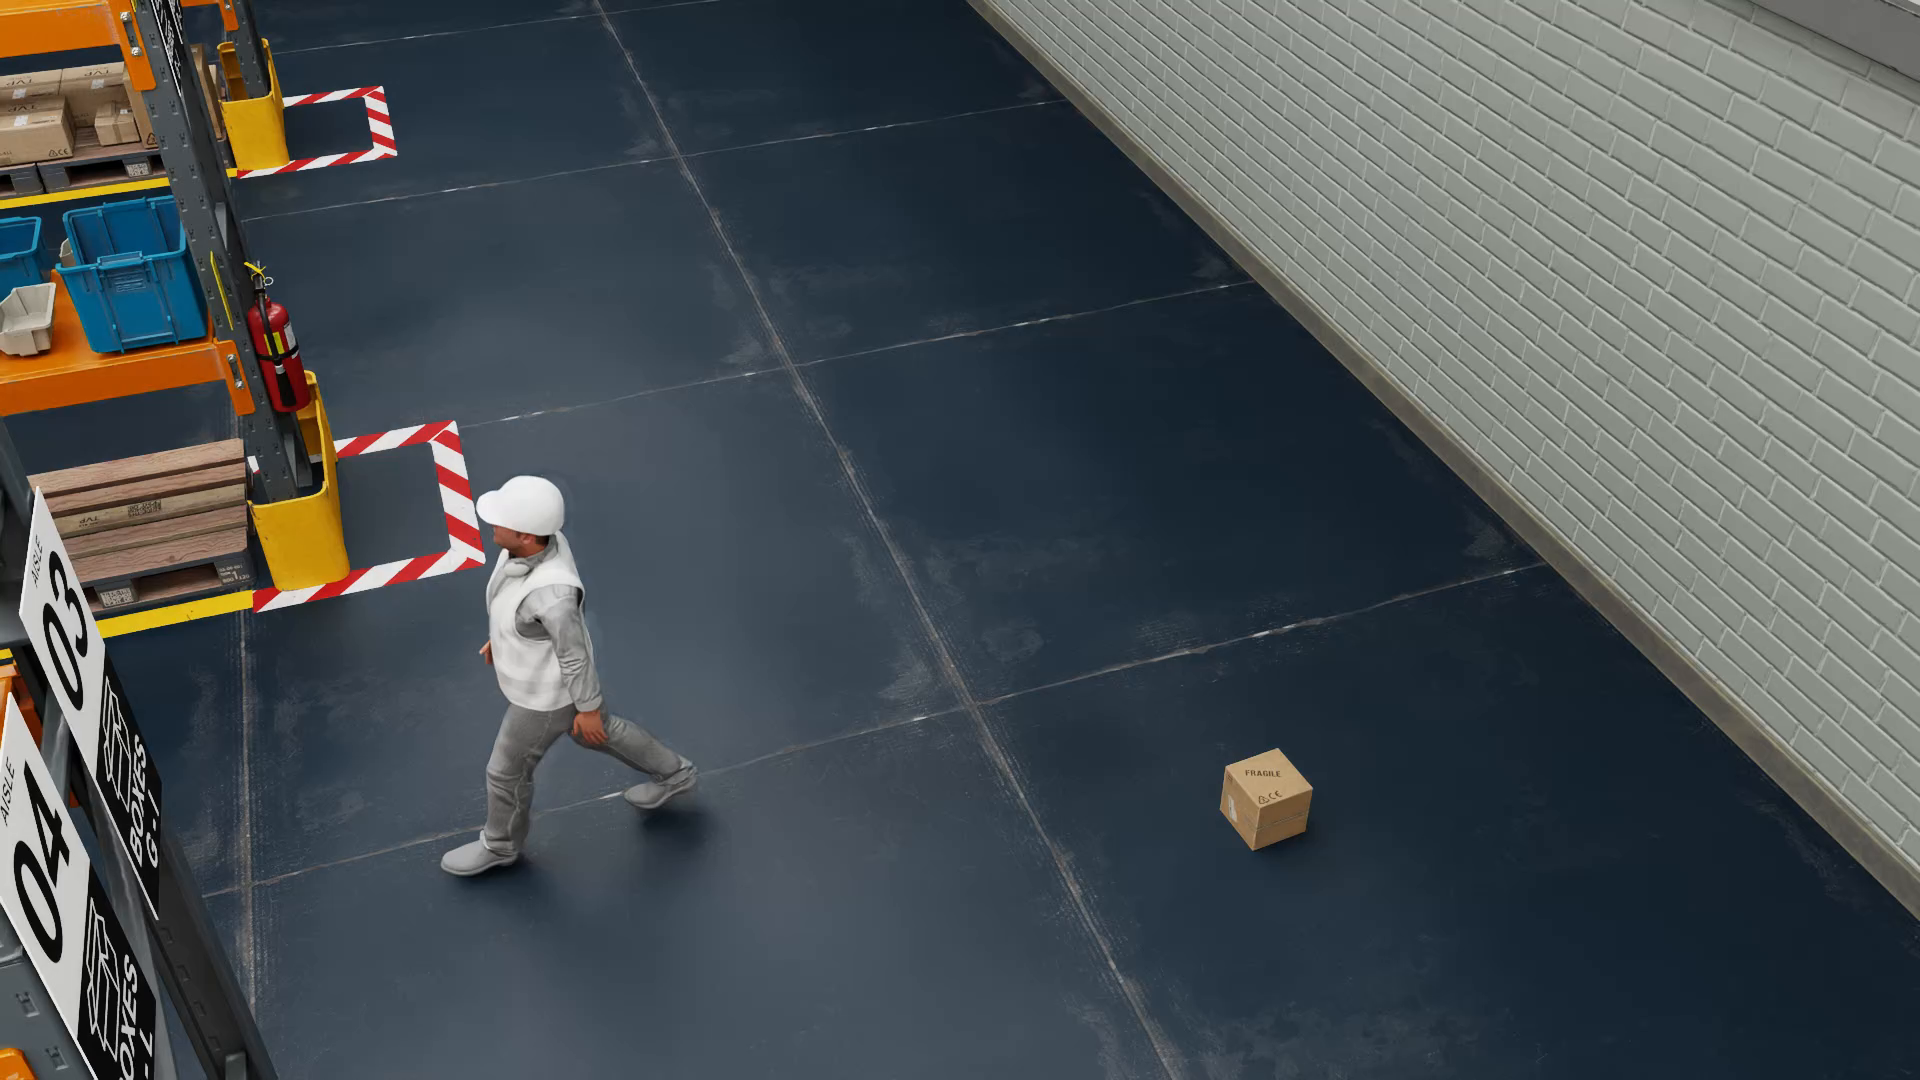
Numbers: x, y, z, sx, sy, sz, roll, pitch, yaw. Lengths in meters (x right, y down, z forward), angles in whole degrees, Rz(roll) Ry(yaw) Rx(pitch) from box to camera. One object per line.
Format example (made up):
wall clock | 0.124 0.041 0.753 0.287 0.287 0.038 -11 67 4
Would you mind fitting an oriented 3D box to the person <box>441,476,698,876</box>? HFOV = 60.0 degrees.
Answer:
person | -1.548 0.473 6.153 1.022 1.730 0.564 -9 38 -11
